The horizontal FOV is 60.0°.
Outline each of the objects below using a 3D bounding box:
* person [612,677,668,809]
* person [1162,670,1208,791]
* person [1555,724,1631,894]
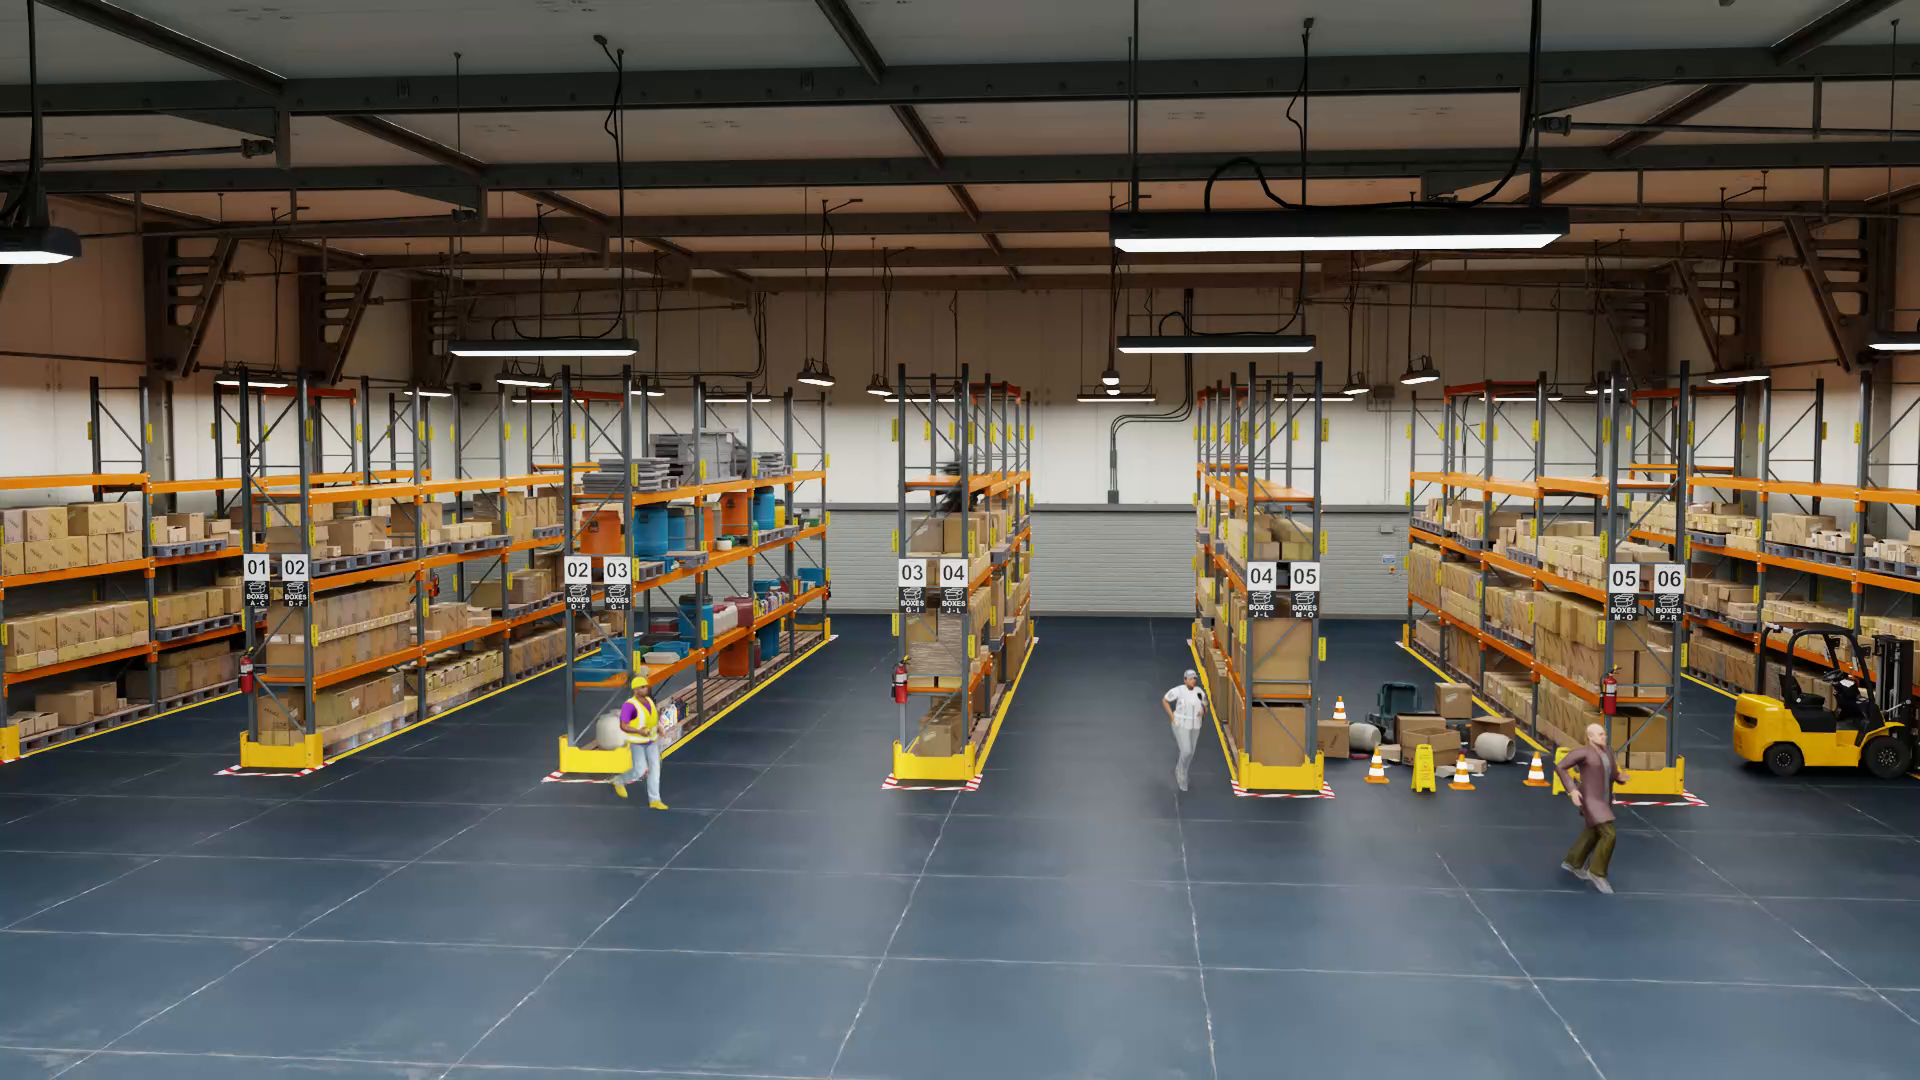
[{"bbox_3d":[-4.258,2.696,22.207,0.921,1.753,0.709,2,4,33],"label":"person"},{"bbox_3d":[3.210,2.686,23.528,0.609,1.724,0.636,-1,4,-21],"label":"person"},{"bbox_3d":[6.991,3.040,18.328,0.672,1.645,0.829,-3,5,-40],"label":"person"}]
